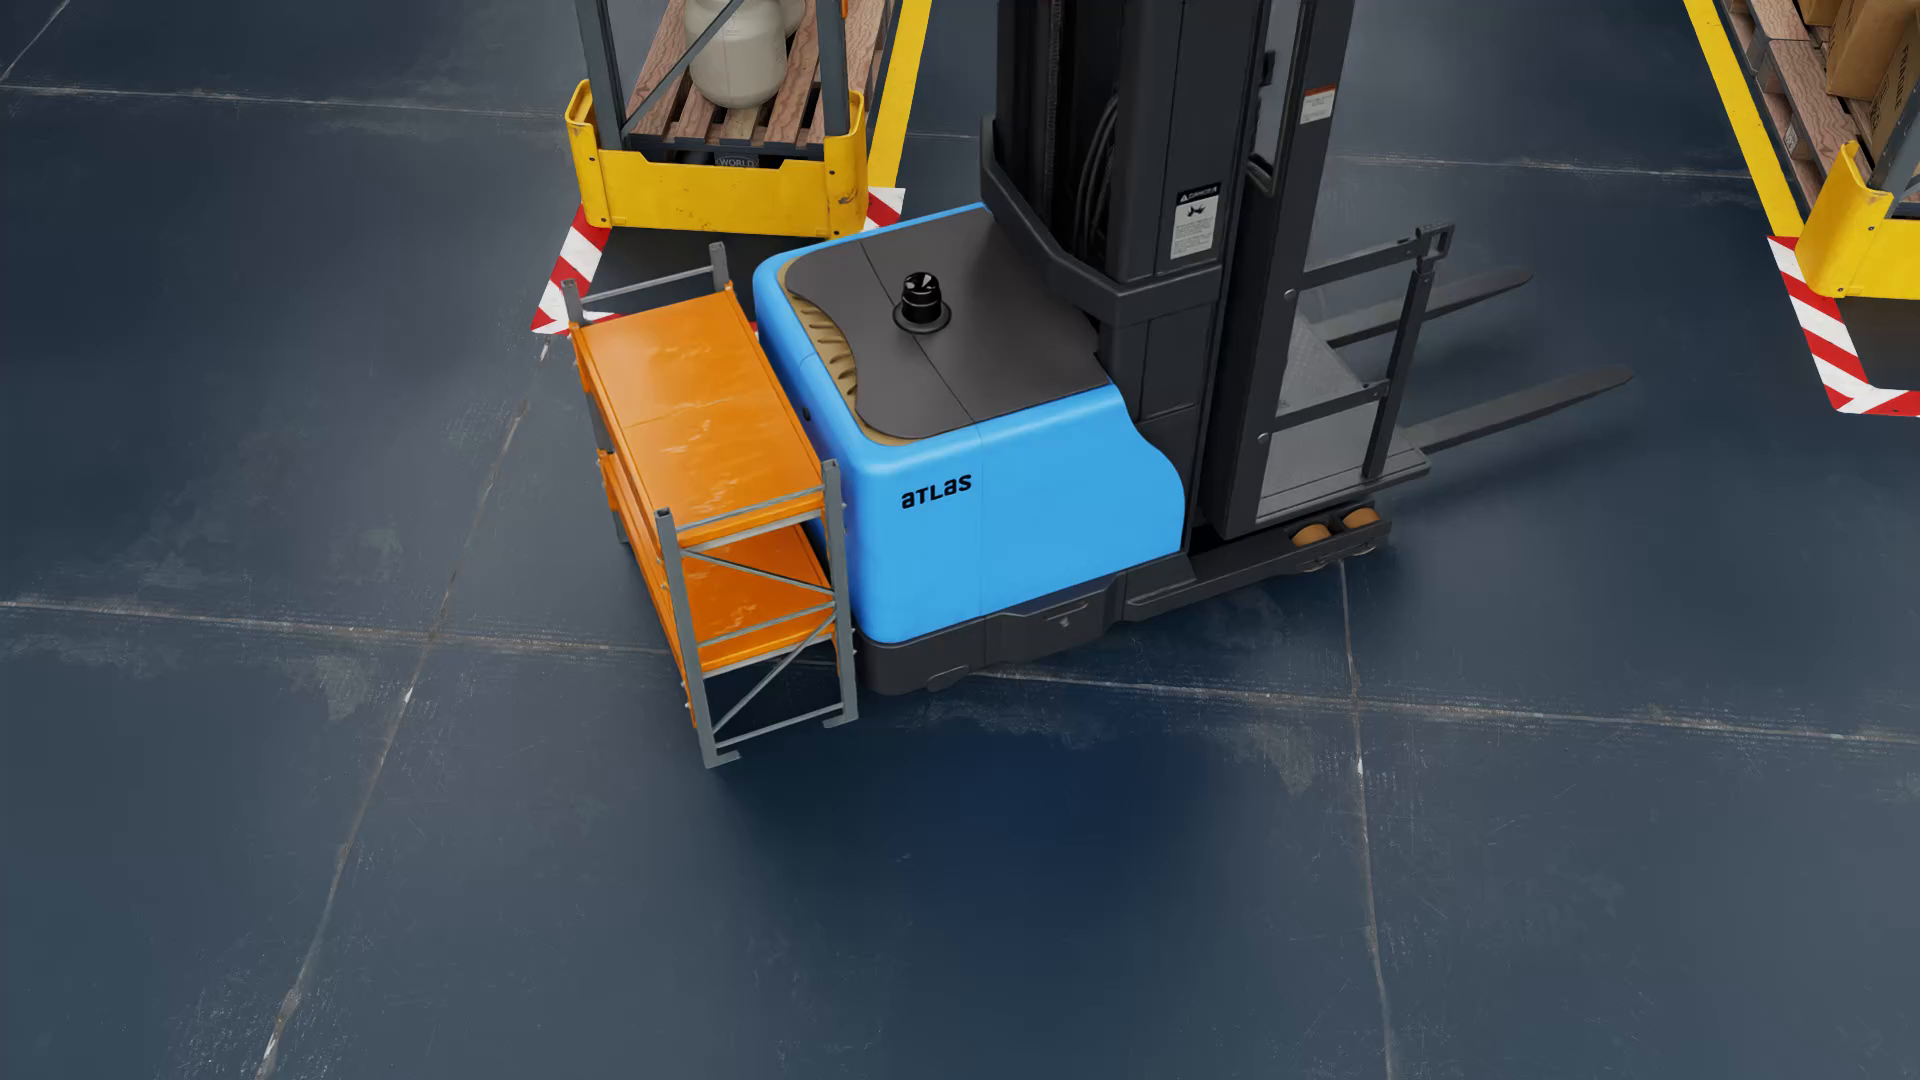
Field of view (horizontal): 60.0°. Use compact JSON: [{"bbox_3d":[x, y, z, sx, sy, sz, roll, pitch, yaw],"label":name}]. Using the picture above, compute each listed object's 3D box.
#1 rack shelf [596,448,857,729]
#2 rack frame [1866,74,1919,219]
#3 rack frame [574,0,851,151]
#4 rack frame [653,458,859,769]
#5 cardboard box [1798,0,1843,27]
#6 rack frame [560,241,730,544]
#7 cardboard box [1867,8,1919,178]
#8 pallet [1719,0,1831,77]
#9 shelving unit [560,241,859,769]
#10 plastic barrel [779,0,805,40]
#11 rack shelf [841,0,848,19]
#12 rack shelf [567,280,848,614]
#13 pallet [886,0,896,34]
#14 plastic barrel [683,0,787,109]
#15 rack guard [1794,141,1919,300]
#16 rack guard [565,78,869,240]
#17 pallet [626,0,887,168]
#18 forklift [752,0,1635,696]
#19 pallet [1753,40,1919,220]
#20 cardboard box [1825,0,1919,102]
[{"bbox_3d":[-0.752,0.062,5.262,0.538,0.278,1.000,-17,50,-15],"label":"rack shelf"},{"bbox_3d":[3.992,-2.019,5.564,1.000,3.000,0.127,4,48,4],"label":"rack frame"},{"bbox_3d":[-0.940,-2.352,5.868,1.000,3.000,0.127,4,48,4],"label":"rack frame"},{"bbox_3d":[-0.556,0.243,4.765,0.500,1.125,0.032,-17,50,-15],"label":"rack frame"},{"bbox_3d":[4.162,-2.675,7.573,0.500,0.500,0.500,8,48,7],"label":"cardboard box"},{"bbox_3d":[-0.948,-0.449,5.398,0.500,1.125,0.032,-17,50,-15],"label":"rack frame"},{"bbox_3d":[4.066,-1.775,6.750,0.500,0.500,0.500,12,49,11],"label":"cardboard box"},{"bbox_3d":[4.222,-2.622,8.005,1.003,0.211,1.213,4,48,4],"label":"pallet"},{"bbox_3d":[-0.752,-0.103,5.081,0.538,1.125,1.048,-17,50,-15],"label":"shelving unit"},{"bbox_3d":[-0.911,-2.511,7.415,0.421,0.512,0.421,0,48,0],"label":"plastic barrel"},{"bbox_3d":[-0.758,-3.579,7.478,1.077,0.370,4.000,4,48,4],"label":"rack shelf"},{"bbox_3d":[-0.752,-0.300,4.866,0.538,0.278,1.000,-17,50,-15],"label":"rack shelf"},{"bbox_3d":[-0.787,-2.960,8.315,1.003,0.211,1.213,4,48,4],"label":"pallet"},{"bbox_3d":[-0.956,-2.143,7.078,0.421,0.512,0.421,0,48,0],"label":"plastic barrel"},{"bbox_3d":[3.999,-1.231,6.537,1.175,0.500,0.348,4,48,4],"label":"rack guard"},{"bbox_3d":[-0.980,-1.567,6.845,1.175,0.500,0.348,4,48,4],"label":"rack guard"},{"bbox_3d":[-0.901,-2.066,7.497,1.003,0.211,1.213,4,48,4],"label":"pallet"},{"bbox_3d":[0.915,-1.224,4.883,3.031,2.935,1.130,-18,50,-15],"label":"forklift"},{"bbox_3d":[4.108,-1.728,7.187,1.003,0.211,1.213,4,48,4],"label":"pallet"},{"bbox_3d":[4.086,-2.216,7.154,0.500,0.500,0.500,15,49,14],"label":"cardboard box"}]
